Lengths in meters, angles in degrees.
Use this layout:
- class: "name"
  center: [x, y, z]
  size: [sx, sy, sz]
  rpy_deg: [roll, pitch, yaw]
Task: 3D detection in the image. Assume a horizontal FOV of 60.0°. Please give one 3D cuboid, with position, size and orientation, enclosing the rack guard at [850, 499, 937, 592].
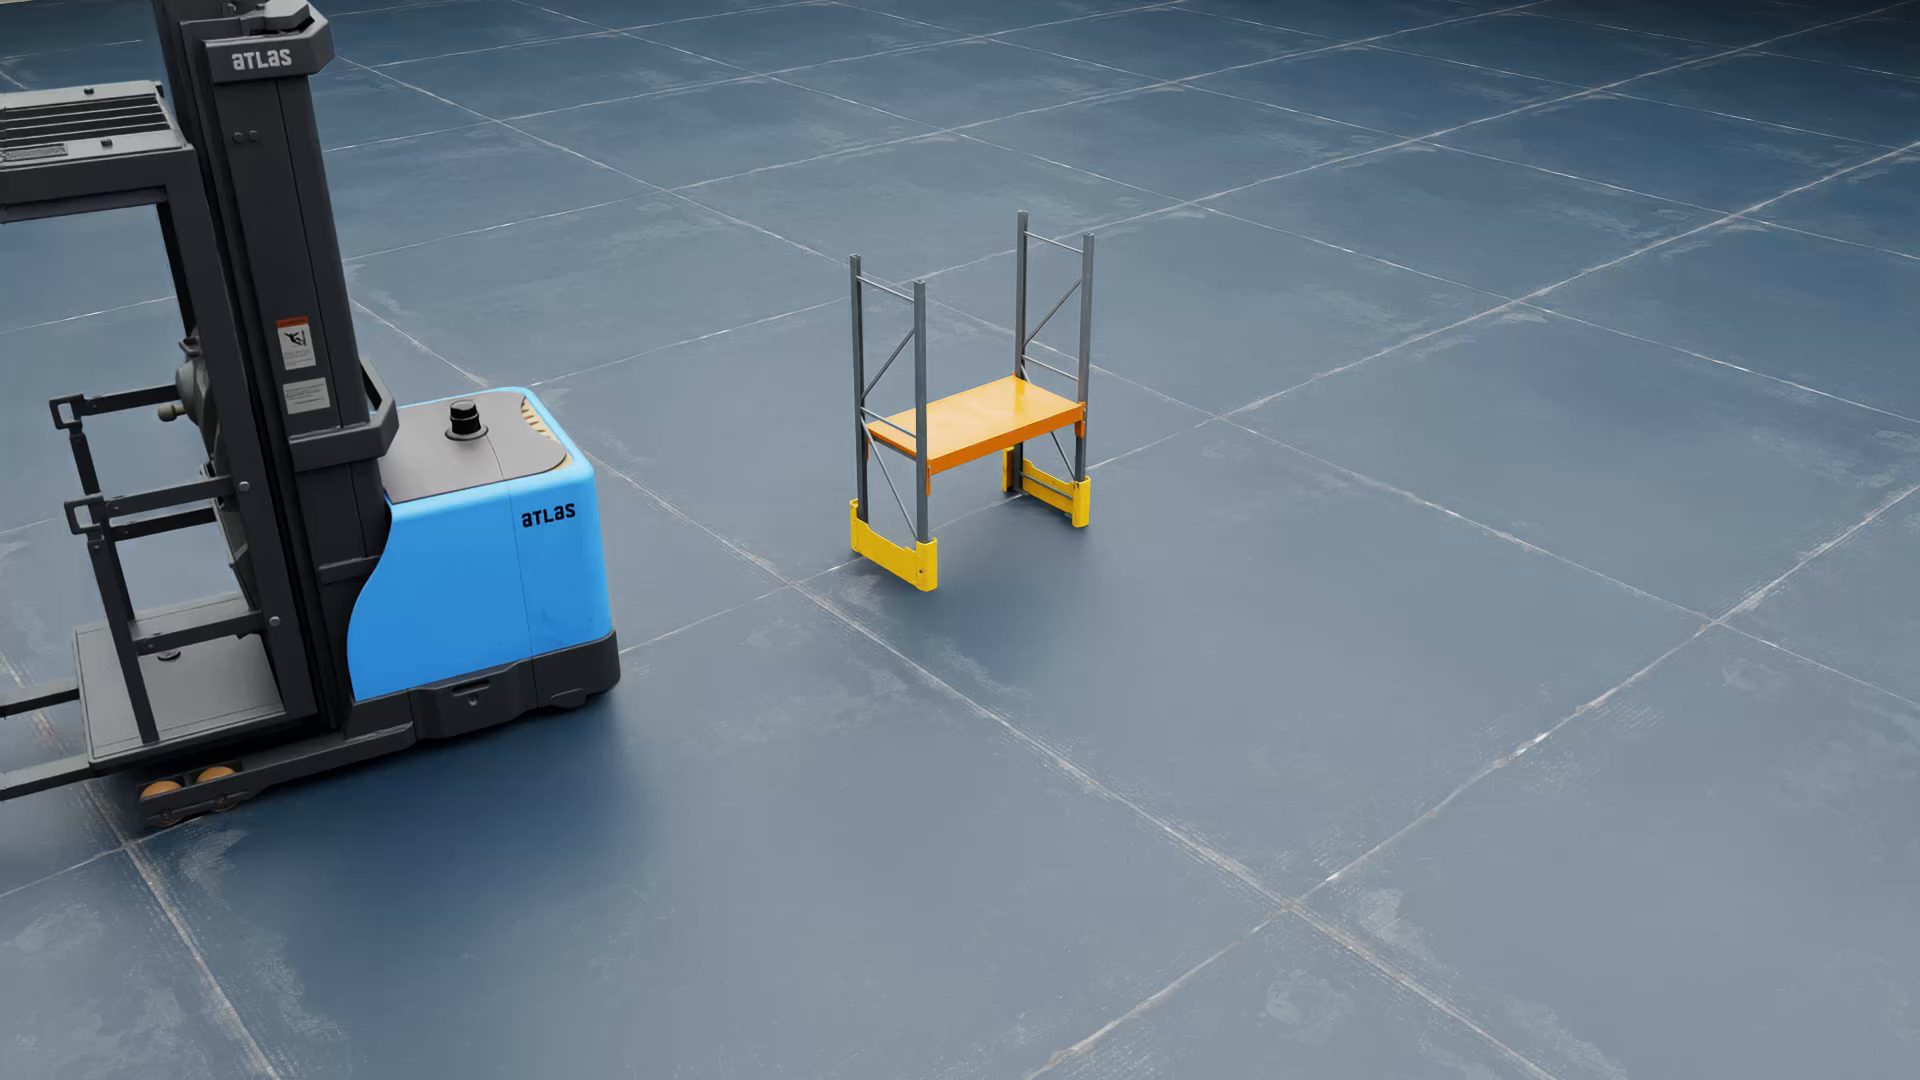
- class: "rack guard"
  center: [-0.321, 0.019, 7.950]
  size: [0.087, 0.250, 0.587]
  rpy_deg: [-22, 35, -35]

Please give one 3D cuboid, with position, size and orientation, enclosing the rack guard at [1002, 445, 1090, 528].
- class: "rack guard"
  center: [0.437, -0.286, 8.520]
  size: [0.087, 0.250, 0.587]
  rpy_deg: [-22, 35, -35]

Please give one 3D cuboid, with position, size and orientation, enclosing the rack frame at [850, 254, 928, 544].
- class: "rack frame"
  center: [-0.322, -0.532, 7.654]
  size: [0.032, 1.500, 0.500]
  rpy_deg: [-22, 35, -35]

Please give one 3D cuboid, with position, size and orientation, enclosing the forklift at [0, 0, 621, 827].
- class: "forklift"
  center: [-2.974, -0.503, 6.081]
  size: [3.031, 2.935, 1.130]
  rpy_deg: [-14, 31, -25]

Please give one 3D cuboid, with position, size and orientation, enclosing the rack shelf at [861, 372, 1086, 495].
- class: "rack shelf"
  center: [0.065, -0.529, 8.030]
  size: [1.000, 0.185, 0.538]
  rpy_deg: [-22, 35, -35]

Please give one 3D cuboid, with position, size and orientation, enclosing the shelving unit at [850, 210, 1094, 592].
- class: "shelving unit"
  center: [0.058, -0.685, 7.940]
  size: [1.083, 1.500, 0.587]
  rpy_deg: [-22, 35, -35]

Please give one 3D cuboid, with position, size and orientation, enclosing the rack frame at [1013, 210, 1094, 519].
- class: "rack frame"
  center: [0.452, -0.843, 8.236]
  size: [0.032, 1.500, 0.500]
  rpy_deg: [-22, 35, -35]
